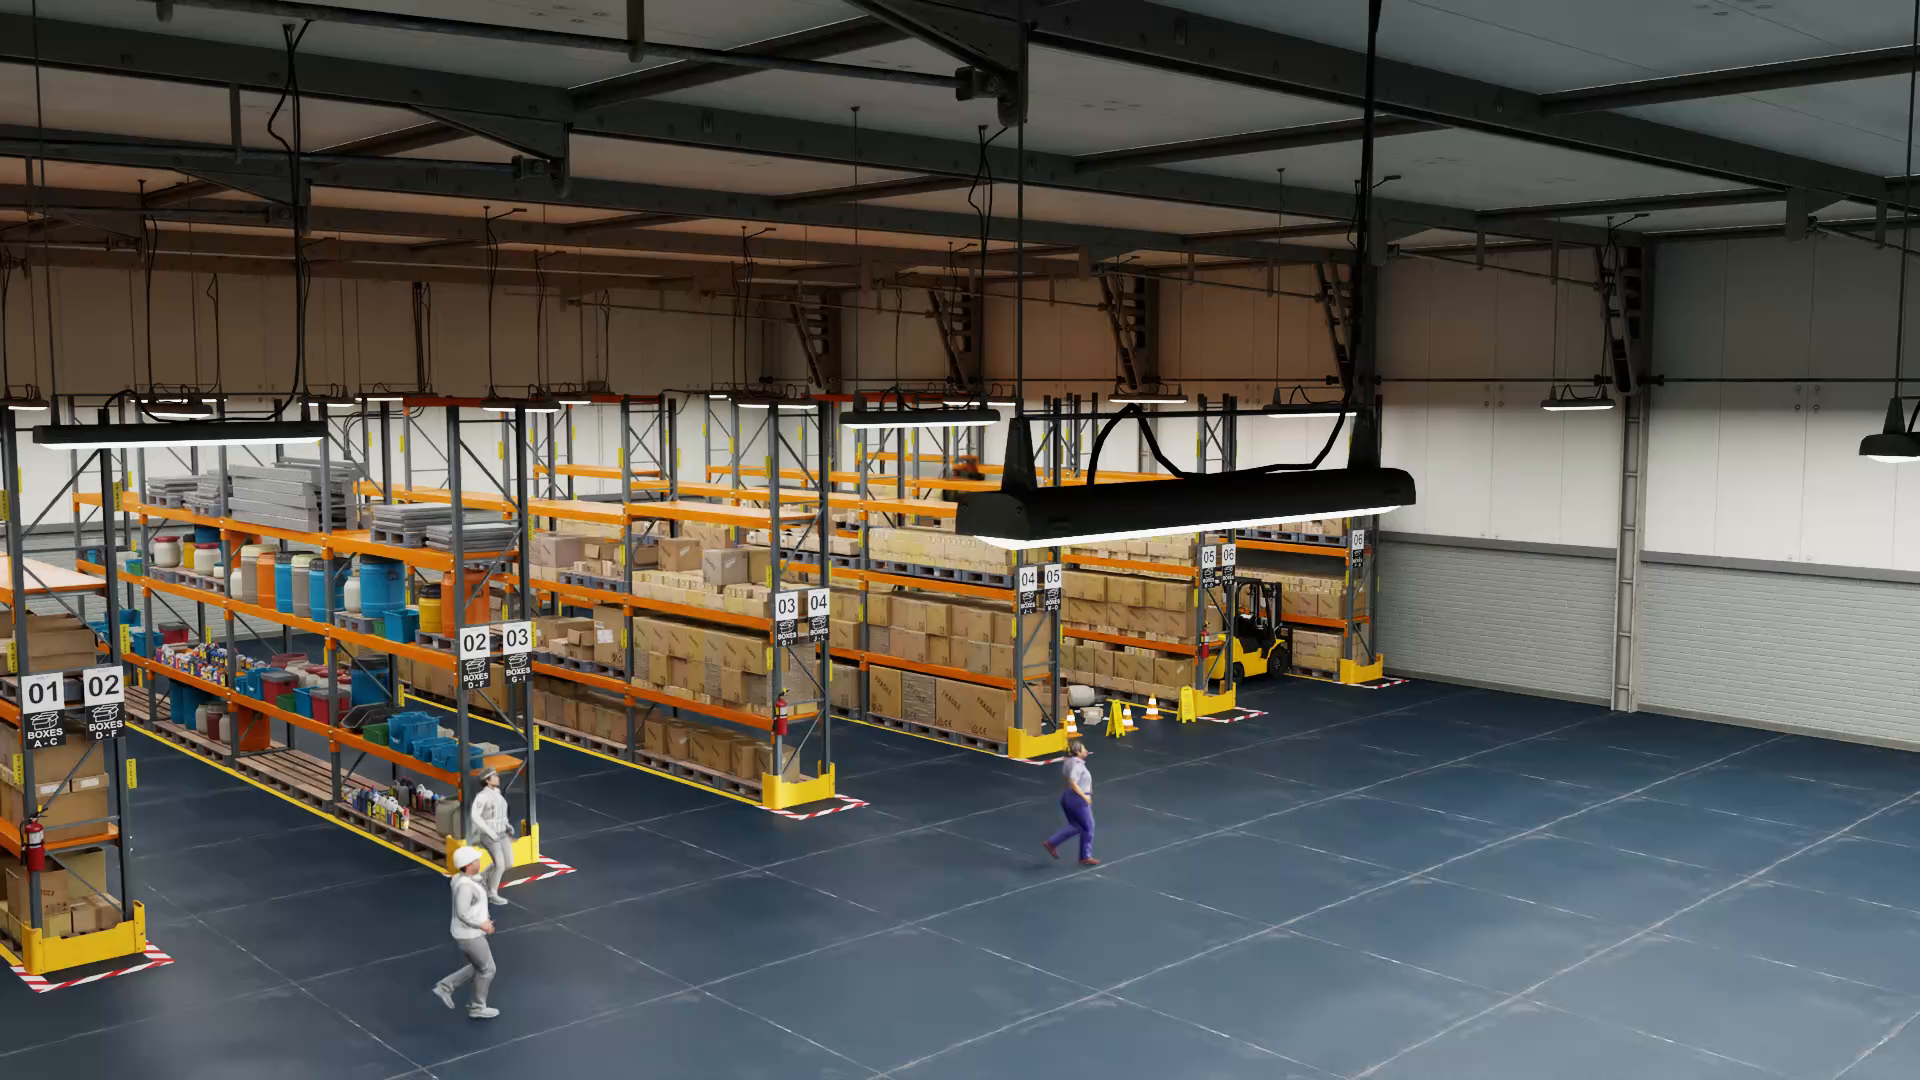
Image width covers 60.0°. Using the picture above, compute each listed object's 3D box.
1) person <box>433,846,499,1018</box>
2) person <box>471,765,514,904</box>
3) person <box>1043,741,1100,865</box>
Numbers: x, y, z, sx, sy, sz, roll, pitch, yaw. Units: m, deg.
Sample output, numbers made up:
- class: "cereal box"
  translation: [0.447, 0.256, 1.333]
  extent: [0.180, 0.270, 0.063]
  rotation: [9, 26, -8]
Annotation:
- class: "person"
  translation: [-4.885, 3.882, 16.405]
  extent: [0.618, 1.745, 0.670]
  rotation: [-2, 6, -23]
- class: "person"
  translation: [-5.676, 3.571, 20.217]
  extent: [0.494, 1.661, 0.660]
  rotation: [1, 6, 12]
- class: "person"
  translation: [1.475, 3.429, 21.671]
  extent: [0.744, 1.631, 0.630]
  rotation: [-1, 6, -15]
